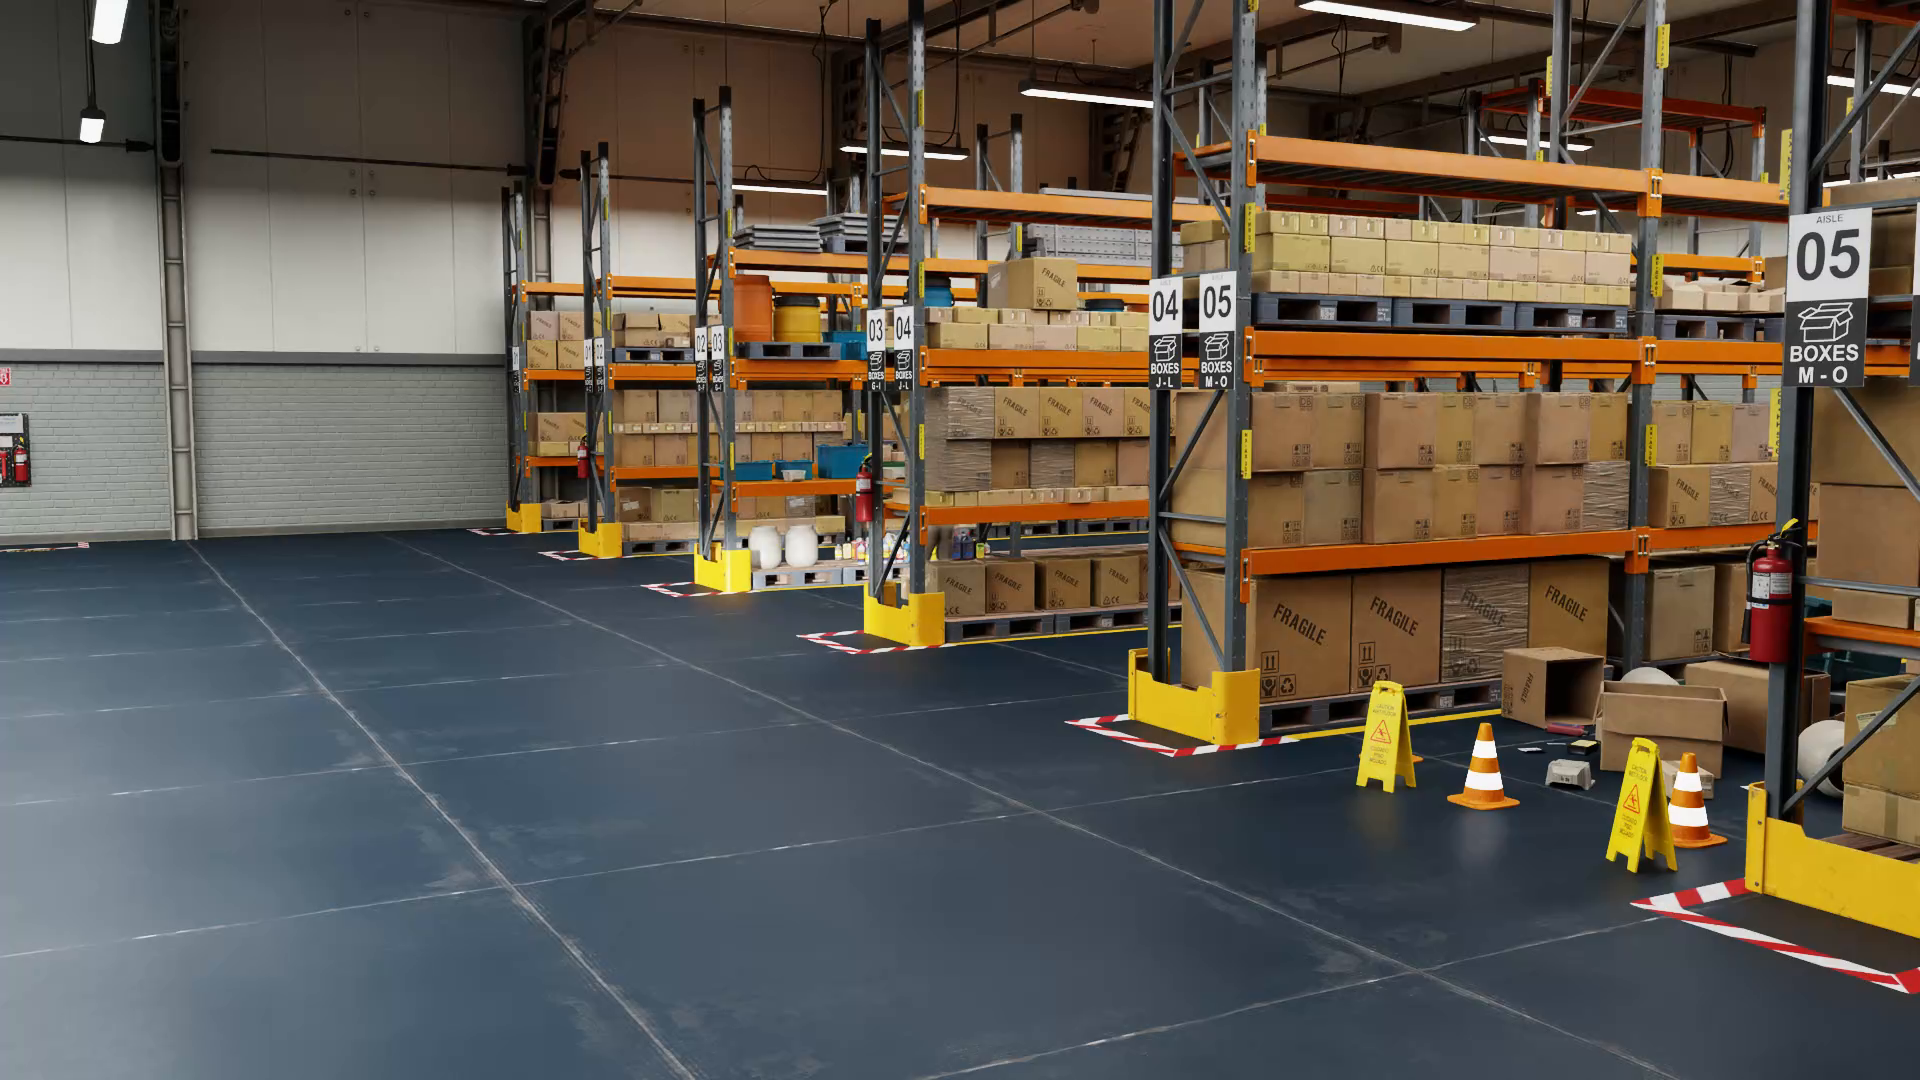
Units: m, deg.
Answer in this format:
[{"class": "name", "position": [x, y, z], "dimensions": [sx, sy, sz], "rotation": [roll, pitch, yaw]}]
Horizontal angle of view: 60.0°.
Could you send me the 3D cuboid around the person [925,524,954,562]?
[{"class": "person", "position": [-0.308, -0.122, 18.893], "dimensions": [0.535, 1.718, 0.362], "rotation": [-3, 6, -28]}]
